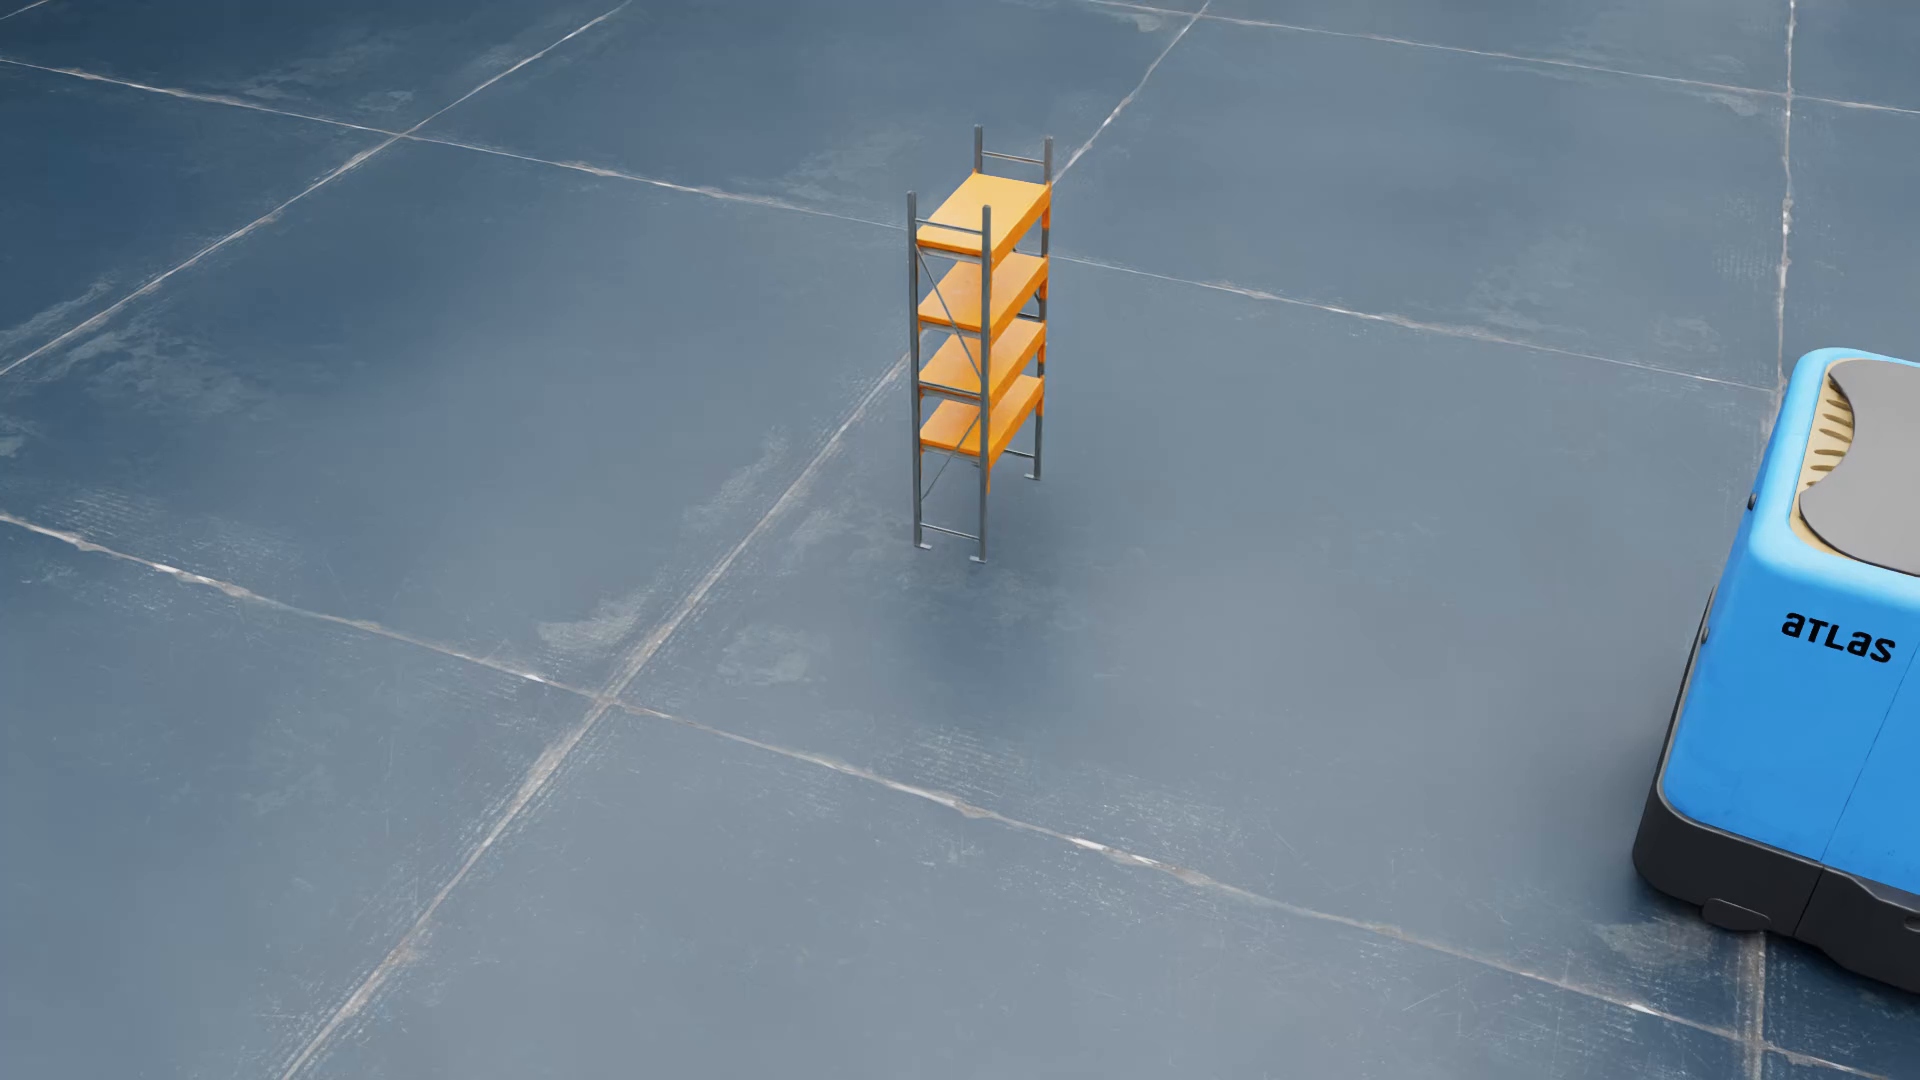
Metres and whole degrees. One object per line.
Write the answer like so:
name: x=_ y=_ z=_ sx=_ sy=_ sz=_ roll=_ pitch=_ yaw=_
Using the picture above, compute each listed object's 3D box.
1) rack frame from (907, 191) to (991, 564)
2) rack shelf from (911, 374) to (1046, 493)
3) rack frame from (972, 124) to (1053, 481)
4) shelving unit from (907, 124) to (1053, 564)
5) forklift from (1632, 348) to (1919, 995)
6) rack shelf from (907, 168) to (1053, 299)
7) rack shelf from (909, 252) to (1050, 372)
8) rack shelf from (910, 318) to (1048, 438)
rack frame: x=-0.030 y=-0.437 z=4.833 sx=0.240 sy=1.200 sz=0.015 roll=14 pitch=39 yaw=18
rack shelf: x=0.063 y=-0.359 z=5.173 sx=0.258 sy=0.148 sz=0.480 roll=14 pitch=39 yaw=18
rack frame: x=0.156 y=-0.707 z=5.194 sx=0.240 sy=1.200 sz=0.015 roll=14 pitch=39 yaw=18
shelving unit: x=0.063 y=-0.572 z=5.013 sx=0.258 sy=1.200 sz=0.503 roll=14 pitch=39 yaw=18
forklift: x=3.192 y=-0.138 z=2.987 sx=3.031 sy=2.935 sz=1.130 roll=18 pitch=40 yaw=22
rack shelf: x=0.063 y=-0.887 z=4.778 sx=0.258 sy=0.148 sz=0.480 roll=14 pitch=39 yaw=18
rack shelf: x=0.063 y=-0.698 z=4.920 sx=0.258 sy=0.148 sz=0.480 roll=14 pitch=39 yaw=18
rack shelf: x=0.063 y=-0.518 z=5.054 sx=0.258 sy=0.148 sz=0.480 roll=14 pitch=39 yaw=18
